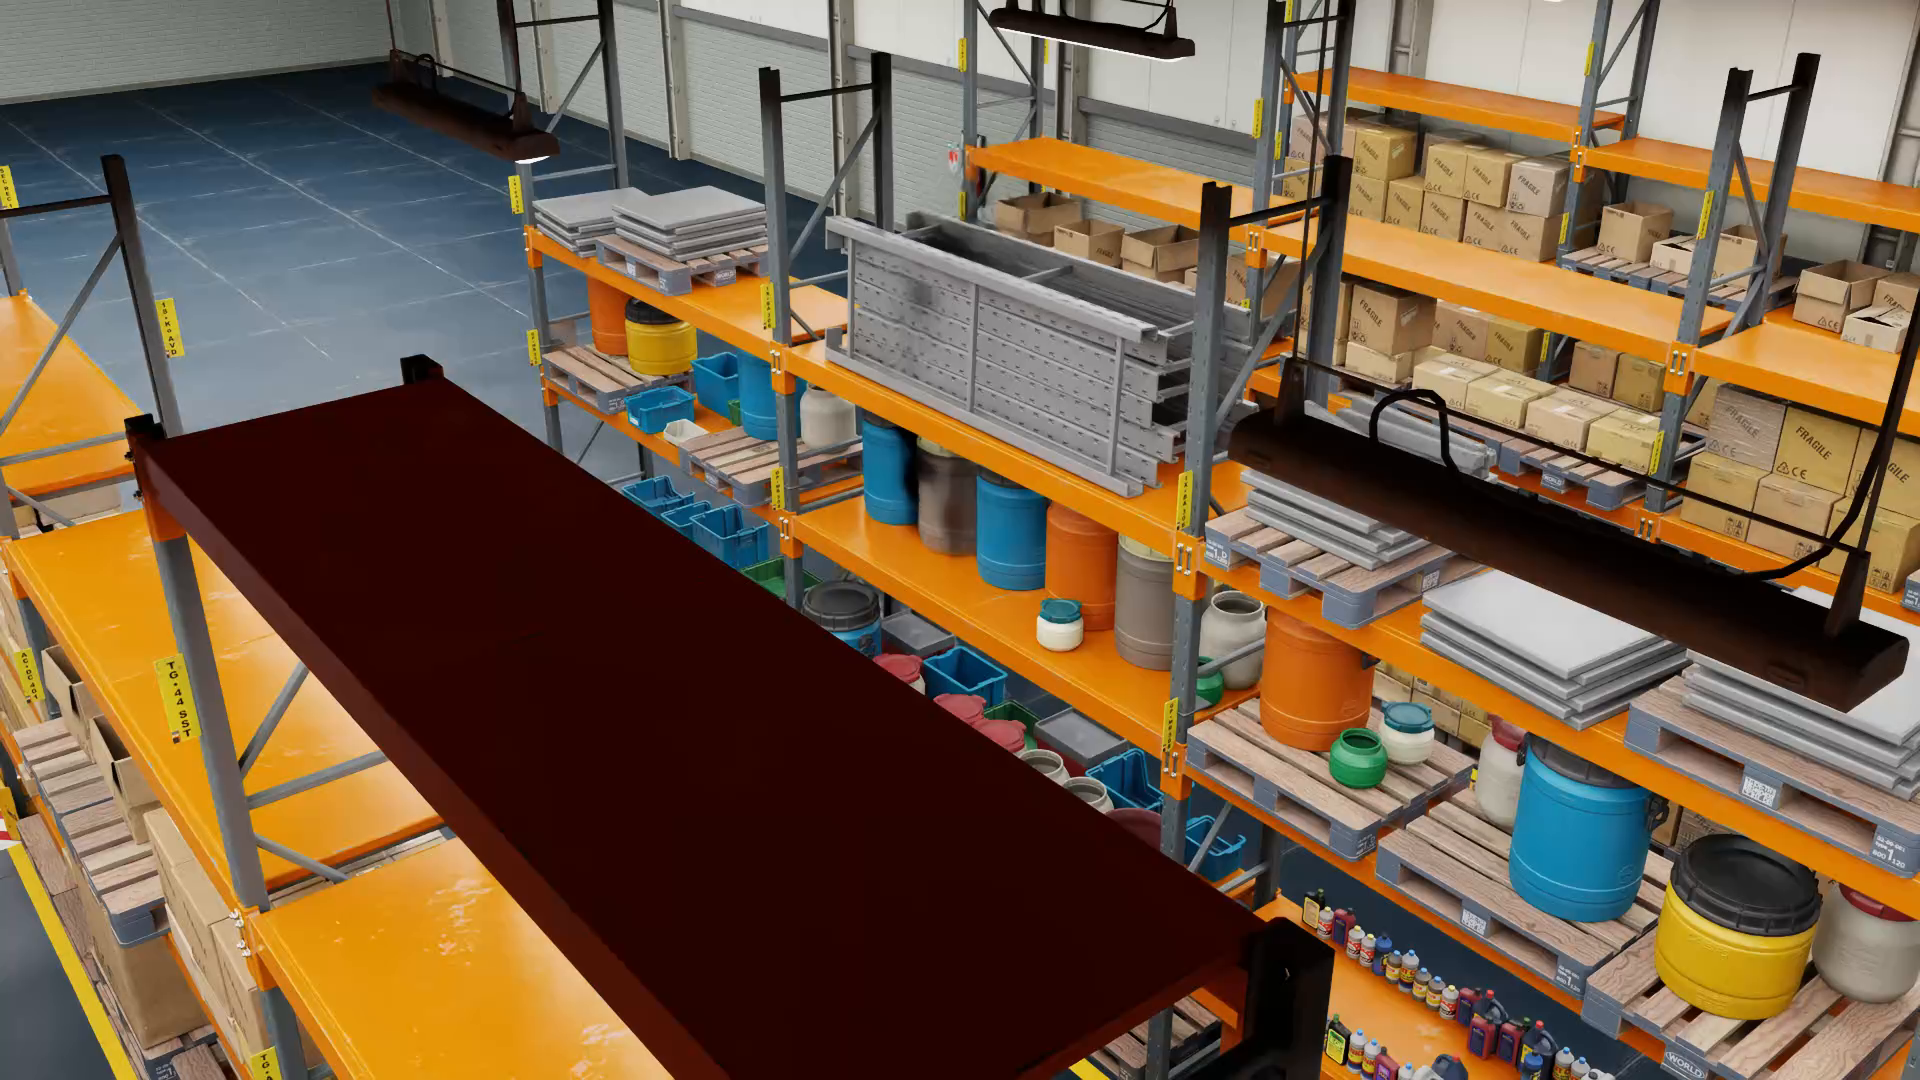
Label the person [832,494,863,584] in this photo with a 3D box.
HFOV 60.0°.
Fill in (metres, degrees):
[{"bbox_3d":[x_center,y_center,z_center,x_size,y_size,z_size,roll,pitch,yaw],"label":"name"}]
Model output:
[{"bbox_3d":[-0.996,0.138,16.125,0.648,1.615,0.626,-18,31,-33],"label":"person"}]
